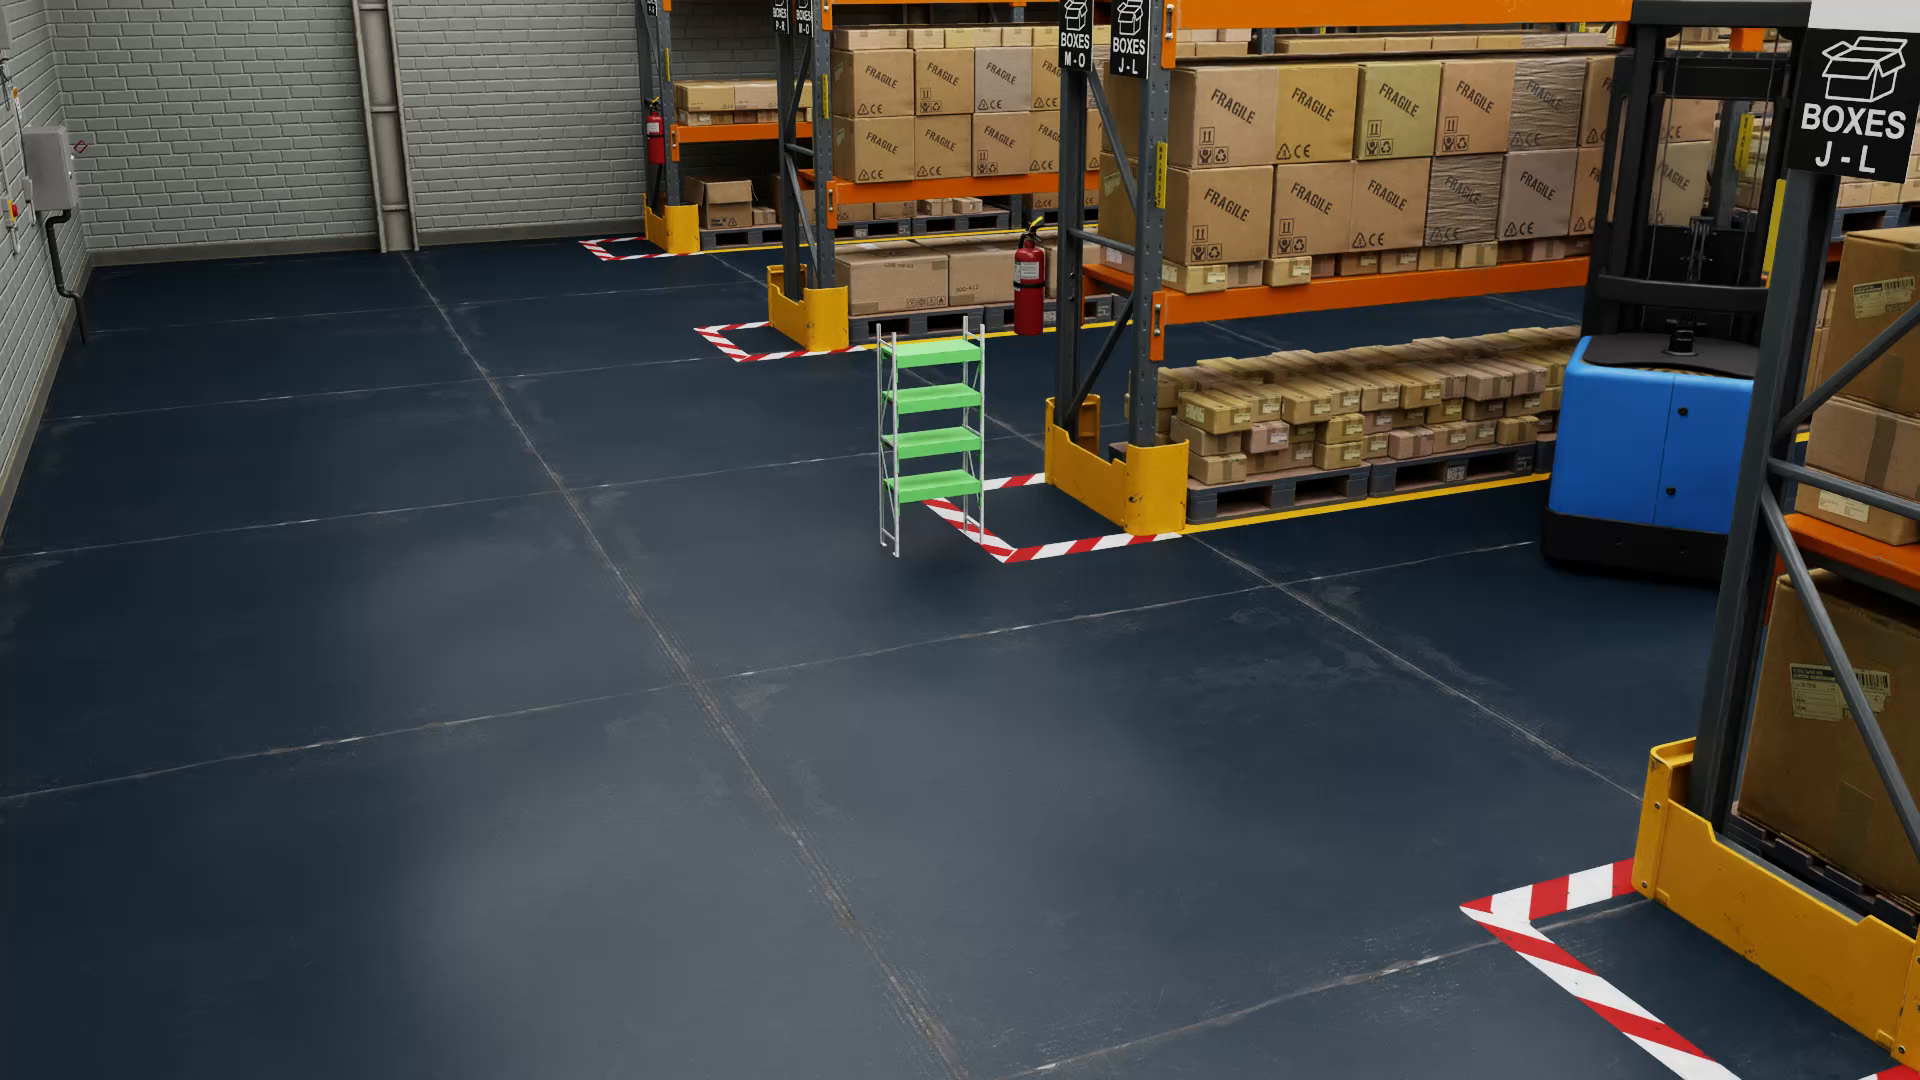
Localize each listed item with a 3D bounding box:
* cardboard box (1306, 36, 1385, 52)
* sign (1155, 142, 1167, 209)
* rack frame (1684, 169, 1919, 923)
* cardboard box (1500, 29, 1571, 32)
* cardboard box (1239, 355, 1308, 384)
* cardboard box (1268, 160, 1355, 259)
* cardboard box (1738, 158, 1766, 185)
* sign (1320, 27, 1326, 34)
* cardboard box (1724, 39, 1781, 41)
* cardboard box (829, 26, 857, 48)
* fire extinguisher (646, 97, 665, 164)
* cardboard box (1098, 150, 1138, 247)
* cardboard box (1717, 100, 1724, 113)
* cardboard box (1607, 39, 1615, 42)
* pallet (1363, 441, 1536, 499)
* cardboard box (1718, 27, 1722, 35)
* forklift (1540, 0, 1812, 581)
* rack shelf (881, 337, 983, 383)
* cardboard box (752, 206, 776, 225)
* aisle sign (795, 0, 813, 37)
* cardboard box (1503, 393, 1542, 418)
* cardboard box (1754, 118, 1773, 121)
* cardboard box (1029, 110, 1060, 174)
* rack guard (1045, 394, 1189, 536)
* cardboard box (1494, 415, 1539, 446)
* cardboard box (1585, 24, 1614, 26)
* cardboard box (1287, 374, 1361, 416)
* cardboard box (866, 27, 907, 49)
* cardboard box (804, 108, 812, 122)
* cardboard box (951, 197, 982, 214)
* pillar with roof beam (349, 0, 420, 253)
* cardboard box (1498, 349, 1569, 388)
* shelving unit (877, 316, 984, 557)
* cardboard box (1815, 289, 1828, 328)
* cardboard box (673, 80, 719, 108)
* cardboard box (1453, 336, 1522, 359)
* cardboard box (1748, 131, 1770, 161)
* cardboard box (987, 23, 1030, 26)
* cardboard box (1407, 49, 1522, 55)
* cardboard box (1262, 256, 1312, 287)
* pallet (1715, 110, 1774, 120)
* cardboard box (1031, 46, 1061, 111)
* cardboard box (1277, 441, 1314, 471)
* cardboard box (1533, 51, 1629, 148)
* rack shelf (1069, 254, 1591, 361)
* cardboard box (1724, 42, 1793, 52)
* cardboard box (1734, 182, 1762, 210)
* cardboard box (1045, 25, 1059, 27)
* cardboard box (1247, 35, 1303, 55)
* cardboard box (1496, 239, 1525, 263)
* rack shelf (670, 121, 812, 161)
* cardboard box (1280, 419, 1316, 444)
[{"bbox_3d":[3.403,-4.205,14.792,0.500,0.500,0.500,-8,21,-22],"label":"cardboard box"},{"bbox_3d":[1.024,-1.861,8.488,0.005,0.325,0.100,-8,21,-22],"label":"sign"},{"bbox_3d":[2.681,-0.092,4.768,0.127,3.000,1.000,-8,21,-22],"label":"rack frame"},{"bbox_3d":[5.552,-4.695,16.185,0.500,0.500,0.500,-9,21,-24],"label":"cardboard box"},{"bbox_3d":[1.899,-1.002,10.117,0.250,0.149,0.380,-9,21,-24],"label":"cardboard box"},{"bbox_3d":[1.812,-1.859,9.186,0.500,0.500,0.500,-8,21,-22],"label":"cardboard box"},{"bbox_3d":[5.026,-2.276,10.268,0.250,0.149,0.380,-8,21,-21],"label":"cardboard box"},{"bbox_3d":[4.355,-6.025,19.992,0.005,0.325,0.100,-8,21,-22],"label":"sign"},{"bbox_3d":[8.311,-4.978,17.411,0.500,0.500,0.500,-8,21,-22],"label":"cardboard box"},{"bbox_3d":[-0.994,-4.048,13.368,0.250,0.149,0.380,-8,21,-21],"label":"cardboard box"},{"bbox_3d":[-3.166,-4.255,17.268,0.183,0.674,0.296,-8,21,-22],"label":"fire extinguisher"},{"bbox_3d":[1.120,-1.943,9.426,0.500,0.500,0.500,-8,21,-21],"label":"cardboard box"},{"bbox_3d":[7.467,-4.367,16.654,0.250,0.149,0.380,-7,21,-19],"label":"cardboard box"},{"bbox_3d":[8.439,-6.556,21.997,0.250,0.149,0.380,-8,21,-21],"label":"cardboard box"},{"bbox_3d":[2.757,-0.568,10.318,1.213,0.211,1.003,-8,21,-22],"label":"pallet"},{"bbox_3d":[10.100,-6.916,22.573,0.250,0.149,0.380,-8,21,-21],"label":"cardboard box"},{"bbox_3d":[4.094,-1.616,9.200,1.130,2.935,3.031,9,21,23],"label":"forklift"},{"bbox_3d":[-0.152,-0.937,8.623,0.480,0.148,0.258,-8,21,-22],"label":"rack shelf"},{"bbox_3d":[-2.209,-3.577,18.324,0.250,0.149,0.380,-9,21,-24],"label":"cardboard box"},{"bbox_3d":[-1.196,-4.243,12.641,0.004,0.787,0.394,-8,21,-22],"label":"aisle sign"},{"bbox_3d":[3.341,-0.877,10.209,0.250,0.149,0.380,-8,21,-21],"label":"cardboard box"},{"bbox_3d":[5.499,-2.721,11.083,0.250,0.149,0.380,-8,21,-22],"label":"cardboard box"},{"bbox_3d":[0.691,-3.345,13.854,0.500,0.500,0.500,-7,21,-20],"label":"cardboard box"},{"bbox_3d":[0.879,-0.449,9.545,0.348,0.500,1.175,-8,21,-22],"label":"rack guard"},{"bbox_3d":[3.307,-0.706,10.171,0.250,0.149,0.380,-8,21,-22],"label":"cardboard box"},{"bbox_3d":[8.668,-6.945,22.655,0.250,0.149,0.380,-9,21,-23],"label":"cardboard box"},{"bbox_3d":[2.107,-0.843,9.663,0.250,0.149,0.380,-9,21,-25],"label":"cardboard box"},{"bbox_3d":[-0.596,-3.958,13.113,0.250,0.149,0.380,-8,21,-21],"label":"cardboard box"},{"bbox_3d":[-1.601,-4.623,18.014,0.250,0.149,0.380,-9,21,-23],"label":"cardboard box"},{"bbox_3d":[0.064,-3.844,19.084,0.250,0.149,0.380,-9,21,-24],"label":"cardboard box"},{"bbox_3d":[-4.341,-6.065,12.697,0.400,9.000,9.100,-8,21,-22],"label":"pillar with roof beam"},{"bbox_3d":[3.545,-1.061,10.284,0.250,0.149,0.380,-7,21,-20],"label":"cardboard box"},{"bbox_3d":[-0.152,-0.544,8.761,0.503,1.200,0.258,-8,21,-22],"label":"shelving unit"},{"bbox_3d":[5.265,-1.534,10.864,0.500,0.250,0.500,-9,21,-24],"label":"cardboard box"},{"bbox_3d":[-2.897,-4.839,18.026,0.500,0.250,0.500,-8,21,-20],"label":"cardboard box"},{"bbox_3d":[3.364,-1.189,10.646,0.250,0.149,0.380,-9,21,-23],"label":"cardboard box"},{"bbox_3d":[5.026,-2.416,10.218,0.250,0.149,0.380,-7,21,-19],"label":"cardboard box"},{"bbox_3d":[0.404,-4.261,13.974,0.250,0.149,0.380,-7,21,-20],"label":"cardboard box"},{"bbox_3d":[3.026,-2.689,10.038,0.500,0.500,0.500,-8,21,-21],"label":"cardboard box"},{"bbox_3d":[1.722,-1.508,9.166,0.250,0.149,0.380,-9,21,-23],"label":"cardboard box"},{"bbox_3d":[7.903,-4.349,17.147,1.213,0.211,1.003,-8,21,-22],"label":"pallet"},{"bbox_3d":[0.708,-3.816,13.686,0.500,0.500,0.500,-8,21,-22],"label":"cardboard box"},{"bbox_3d":[1.850,-0.537,9.691,0.250,0.149,0.380,-8,21,-21],"label":"cardboard box"},{"bbox_3d":[3.685,-2.590,9.756,0.500,0.500,0.500,-9,21,-24],"label":"cardboard box"},{"bbox_3d":[2.646,-1.542,9.968,4.000,0.370,1.077,-8,21,-22],"label":"rack shelf"},{"bbox_3d":[8.029,-4.747,16.757,0.500,0.500,0.500,-9,21,-24],"label":"cardboard box"},{"bbox_3d":[5.026,-2.136,10.317,0.250,0.149,0.380,-9,21,-25],"label":"cardboard box"},{"bbox_3d":[0.853,-4.142,13.637,0.250,0.149,0.380,-8,21,-22],"label":"cardboard box"},{"bbox_3d":[2.739,-4.295,15.047,0.500,0.500,0.500,-7,21,-20],"label":"cardboard box"},{"bbox_3d":[3.111,-1.745,9.838,0.250,0.149,0.380,-8,21,-23],"label":"cardboard box"},{"bbox_3d":[-1.377,-4.551,18.515,4.000,0.370,1.077,-8,21,-22],"label":"rack shelf"},{"bbox_3d":[1.855,-0.681,9.651,0.250,0.149,0.380,-8,21,-21],"label":"cardboard box"}]
